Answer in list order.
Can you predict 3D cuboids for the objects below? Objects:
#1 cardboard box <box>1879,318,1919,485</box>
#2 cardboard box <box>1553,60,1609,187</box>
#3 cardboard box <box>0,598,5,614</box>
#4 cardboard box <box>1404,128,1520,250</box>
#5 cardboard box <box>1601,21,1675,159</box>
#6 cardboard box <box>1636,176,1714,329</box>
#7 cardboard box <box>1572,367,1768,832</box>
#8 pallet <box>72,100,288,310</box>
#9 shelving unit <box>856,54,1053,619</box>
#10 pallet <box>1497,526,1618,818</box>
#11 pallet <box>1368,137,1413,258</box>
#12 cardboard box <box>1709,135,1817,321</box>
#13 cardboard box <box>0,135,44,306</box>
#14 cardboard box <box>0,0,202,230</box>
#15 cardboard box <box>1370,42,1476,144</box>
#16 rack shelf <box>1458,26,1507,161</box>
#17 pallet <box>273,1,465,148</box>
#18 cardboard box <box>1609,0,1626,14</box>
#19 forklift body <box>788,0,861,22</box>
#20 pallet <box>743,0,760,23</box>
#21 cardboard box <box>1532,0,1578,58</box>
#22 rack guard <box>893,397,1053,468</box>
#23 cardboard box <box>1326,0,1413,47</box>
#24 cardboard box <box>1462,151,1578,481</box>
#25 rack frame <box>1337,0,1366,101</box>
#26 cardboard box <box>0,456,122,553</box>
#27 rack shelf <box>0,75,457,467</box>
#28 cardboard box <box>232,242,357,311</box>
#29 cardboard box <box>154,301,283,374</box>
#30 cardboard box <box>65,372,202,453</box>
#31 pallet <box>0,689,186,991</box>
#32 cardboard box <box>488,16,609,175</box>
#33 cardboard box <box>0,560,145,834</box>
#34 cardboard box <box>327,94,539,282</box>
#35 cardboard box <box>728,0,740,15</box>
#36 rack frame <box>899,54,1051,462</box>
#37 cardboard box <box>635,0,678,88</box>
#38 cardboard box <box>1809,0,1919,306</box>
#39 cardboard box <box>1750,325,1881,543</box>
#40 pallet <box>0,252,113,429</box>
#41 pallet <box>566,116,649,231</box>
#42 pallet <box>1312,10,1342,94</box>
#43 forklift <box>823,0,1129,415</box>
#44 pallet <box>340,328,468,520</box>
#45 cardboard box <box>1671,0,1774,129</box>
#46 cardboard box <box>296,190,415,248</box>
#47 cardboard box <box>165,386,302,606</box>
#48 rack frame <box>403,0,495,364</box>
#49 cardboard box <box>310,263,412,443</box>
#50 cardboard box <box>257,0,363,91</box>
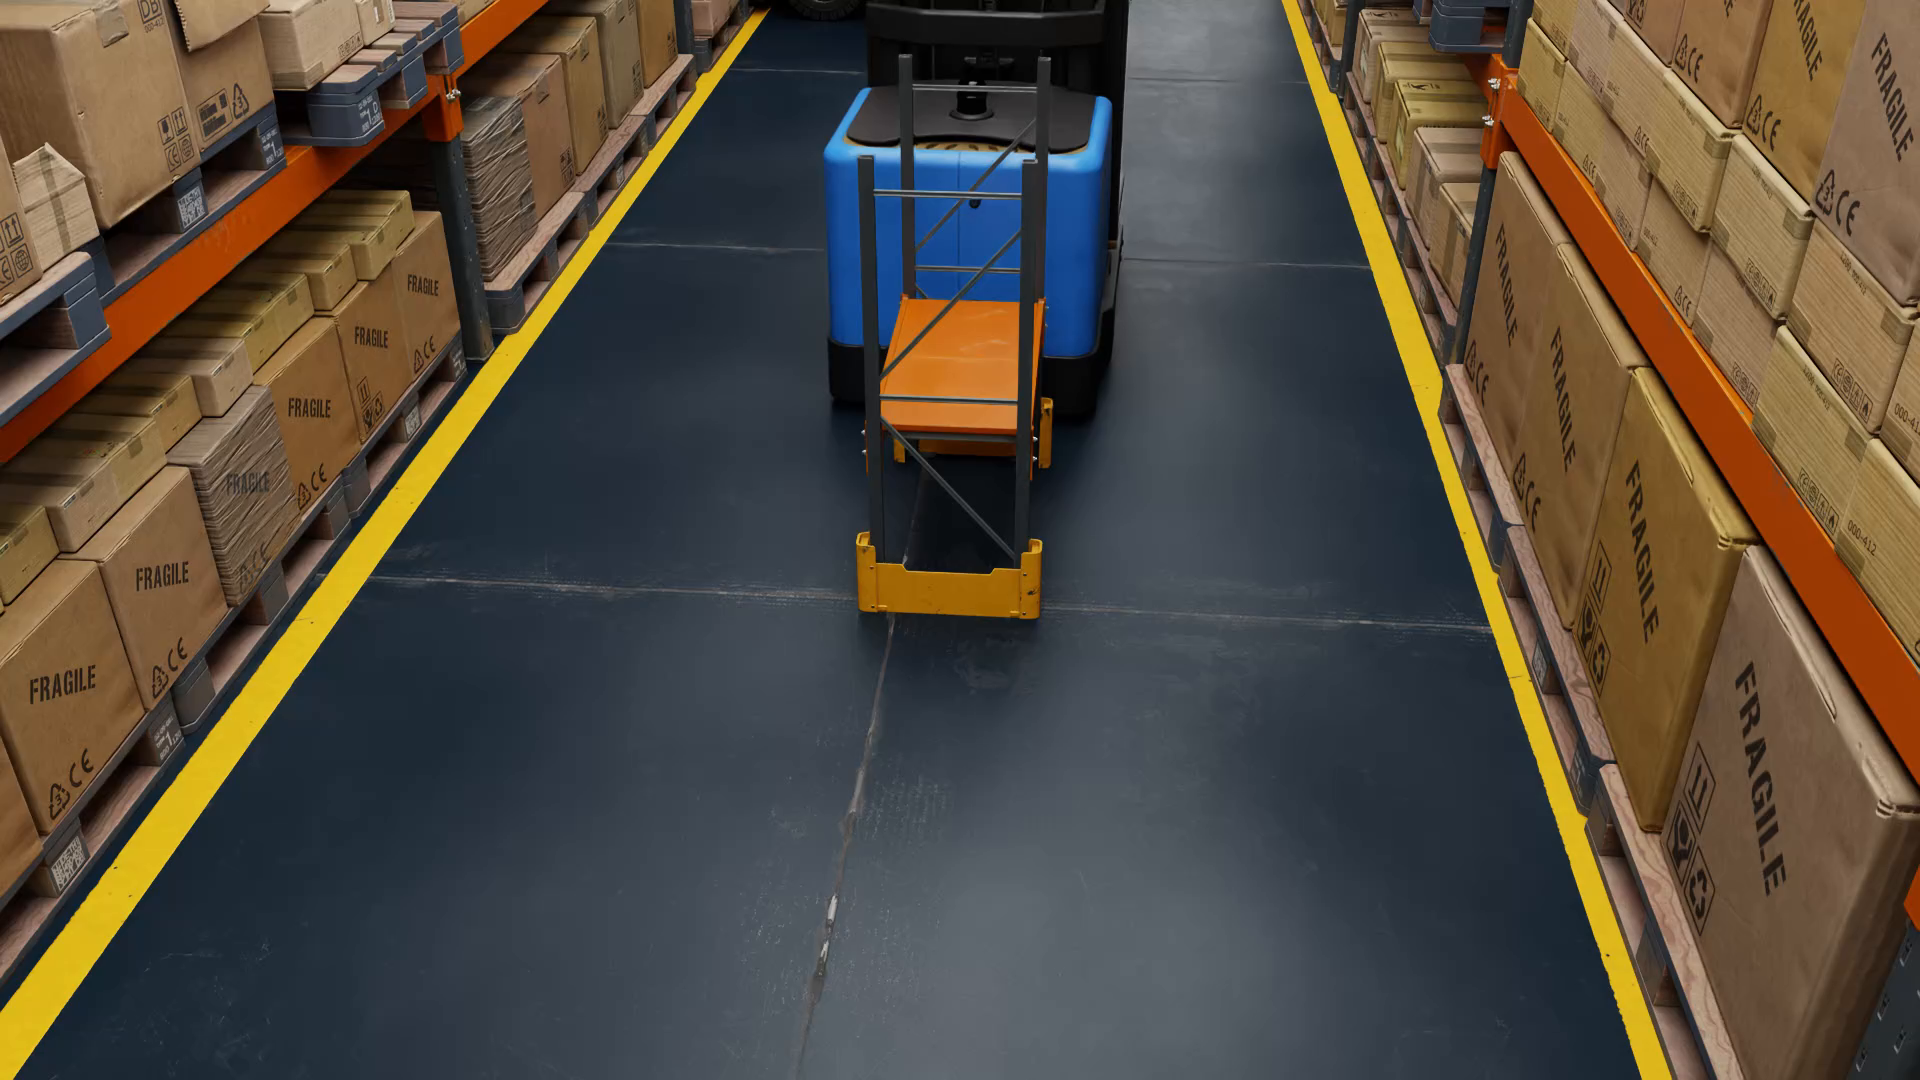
[{"bbox_3d":[1.941,-0.156,2.811,0.500,0.250,0.500,2,32,4],"label":"cardboard box"},{"bbox_3d":[2.158,-1.280,5.111,0.500,0.250,0.500,2,32,3],"label":"cardboard box"},{"bbox_3d":[-2.551,0.174,3.973,0.380,0.149,0.250,1,32,1],"label":"cardboard box"},{"bbox_3d":[2.581,-1.599,7.591,0.950,0.372,0.625,2,32,3],"label":"cardboard box"},{"bbox_3d":[2.089,-1.222,4.541,0.500,0.250,0.500,2,32,4],"label":"cardboard box"},{"bbox_3d":[2.073,-0.748,4.247,0.500,0.250,0.500,2,32,4],"label":"cardboard box"},{"bbox_3d":[2.183,0.159,4.258,0.875,0.875,0.875,3,32,5],"label":"cardboard box"},{"bbox_3d":[-2.629,-0.969,4.647,1.003,0.211,1.213,2,32,4],"label":"pallet"},{"bbox_3d":[0.006,-0.678,5.421,0.587,1.500,1.083,2,32,4],"label":"shelving unit"},{"bbox_3d":[2.231,0.374,4.941,1.003,0.211,1.213,2,32,4],"label":"pallet"},{"bbox_3d":[2.640,-1.716,8.333,1.003,0.211,1.213,2,32,4],"label":"pallet"},{"bbox_3d":[2.010,-0.689,3.676,0.500,0.250,0.500,3,32,5],"label":"cardboard box"},{"bbox_3d":[-2.496,-0.712,3.551,0.700,0.500,0.500,3,32,5],"label":"cardboard box"},{"bbox_3d":[-2.432,-1.122,4.217,0.700,0.500,0.500,2,32,4],"label":"cardboard box"},{"bbox_3d":[2.703,-2.359,8.824,0.950,0.372,0.625,4,32,7],"label":"cardboard box"},{"bbox_3d":[2.635,-2.598,7.792,1.077,0.370,4.000,2,32,4],"label":"rack shelf"},{"bbox_3d":[-2.460,-1.629,5.717,1.213,0.211,1.003,2,32,4],"label":"pallet"},{"bbox_3d":[2.158,-1.819,4.794,0.500,0.500,0.500,3,32,4],"label":"cardboard box"},{"bbox_3d":[-0.160,-4.821,11.522,2.313,2.155,1.214,2,32,4],"label":"forklift body"},{"bbox_3d":[-1.946,-4.026,12.082,1.003,0.211,1.213,2,32,4],"label":"pallet"},{"bbox_3d":[2.185,-1.753,5.401,0.500,0.250,0.500,2,32,4],"label":"cardboard box"},{"bbox_3d":[0.047,-0.407,6.172,0.587,0.250,0.087,2,32,4],"label":"rack guard"},{"bbox_3d":[2.579,-3.279,10.431,0.500,0.250,0.500,4,32,6],"label":"cardboard box"},{"bbox_3d":[2.334,-0.775,5.773,0.875,0.875,0.875,2,32,4],"label":"cardboard box"},{"bbox_3d":[2.798,-3.950,9.300,1.000,3.000,0.127,2,32,4],"label":"rack frame"},{"bbox_3d":[-2.485,-0.099,4.416,0.380,0.149,0.250,2,32,4],"label":"cardboard box"},{"bbox_3d":[-2.638,-0.716,4.739,1.077,0.370,4.000,2,32,4],"label":"rack shelf"},{"bbox_3d":[-2.319,-0.910,5.732,0.380,0.149,0.250,1,32,2],"label":"cardboard box"},{"bbox_3d":[-2.406,-0.643,5.299,0.380,0.149,0.250,2,32,3],"label":"cardboard box"},{"bbox_3d":[-2.469,-0.371,4.858,0.380,0.149,0.250,3,32,4],"label":"cardboard box"},{"bbox_3d":[-2.772,0.784,4.277,1.003,0.211,1.213,2,32,4],"label":"pallet"},{"bbox_3d":[-2.311,-2.256,8.414,0.875,0.625,0.625,1,32,2],"label":"cardboard box"},{"bbox_3d":[-2.503,0.387,4.246,0.500,0.500,0.500,2,32,3],"label":"cardboard box"},{"bbox_3d":[-2.410,-1.562,7.288,0.875,0.625,0.625,3,32,6],"label":"cardboard box"},{"bbox_3d":[-1.754,-3.673,11.071,0.500,0.250,0.500,2,32,3],"label":"cardboard box"},{"bbox_3d":[0.048,-0.949,5.860,0.500,1.500,0.032,2,32,4],"label":"rack frame"},{"bbox_3d":[-2.181,-3.054,9.710,0.875,0.625,0.625,4,32,6],"label":"cardboard box"},{"bbox_3d":[1.968,-0.750,3.059,0.500,0.500,0.500,3,32,5],"label":"cardboard box"},{"bbox_3d":[1.975,-0.214,3.381,0.500,0.250,0.500,2,32,3],"label":"cardboard box"},{"bbox_3d":[-2.627,-0.308,3.574,1.003,0.211,1.213,2,32,4],"label":"pallet"},{"bbox_3d":[-2.267,-1.946,8.707,1.003,0.211,1.213,2,32,4],"label":"pallet"},{"bbox_3d":[2.818,-3.115,10.604,1.003,0.211,1.213,2,32,4],"label":"pallet"},{"bbox_3d":[0.184,-2.484,6.987,1.130,2.935,3.031,4,32,6],"label":"forklift"},{"bbox_3d":[-2.573,-0.492,6.348,1.003,0.211,1.213,2,32,4],"label":"pallet"},{"bbox_3d":[2.056,-1.285,3.928,0.500,0.500,0.500,3,32,5],"label":"cardboard box"},{"bbox_3d":[-2.263,-1.190,6.186,0.380,0.149,0.250,1,32,2],"label":"cardboard box"},{"bbox_3d":[-2.410,-0.145,5.109,0.500,0.500,0.500,1,32,2],"label":"cardboard box"},{"bbox_3d":[-2.475,-2.068,6.247,1.000,3.000,0.127,2,32,4],"label":"rack frame"},{"bbox_3d":[-2.346,-0.691,5.995,0.500,0.500,0.500,2,32,3],"label":"cardboard box"},{"bbox_3d":[-2.238,-1.618,5.258,0.500,0.250,0.500,1,32,2],"label":"cardboard box"}]
